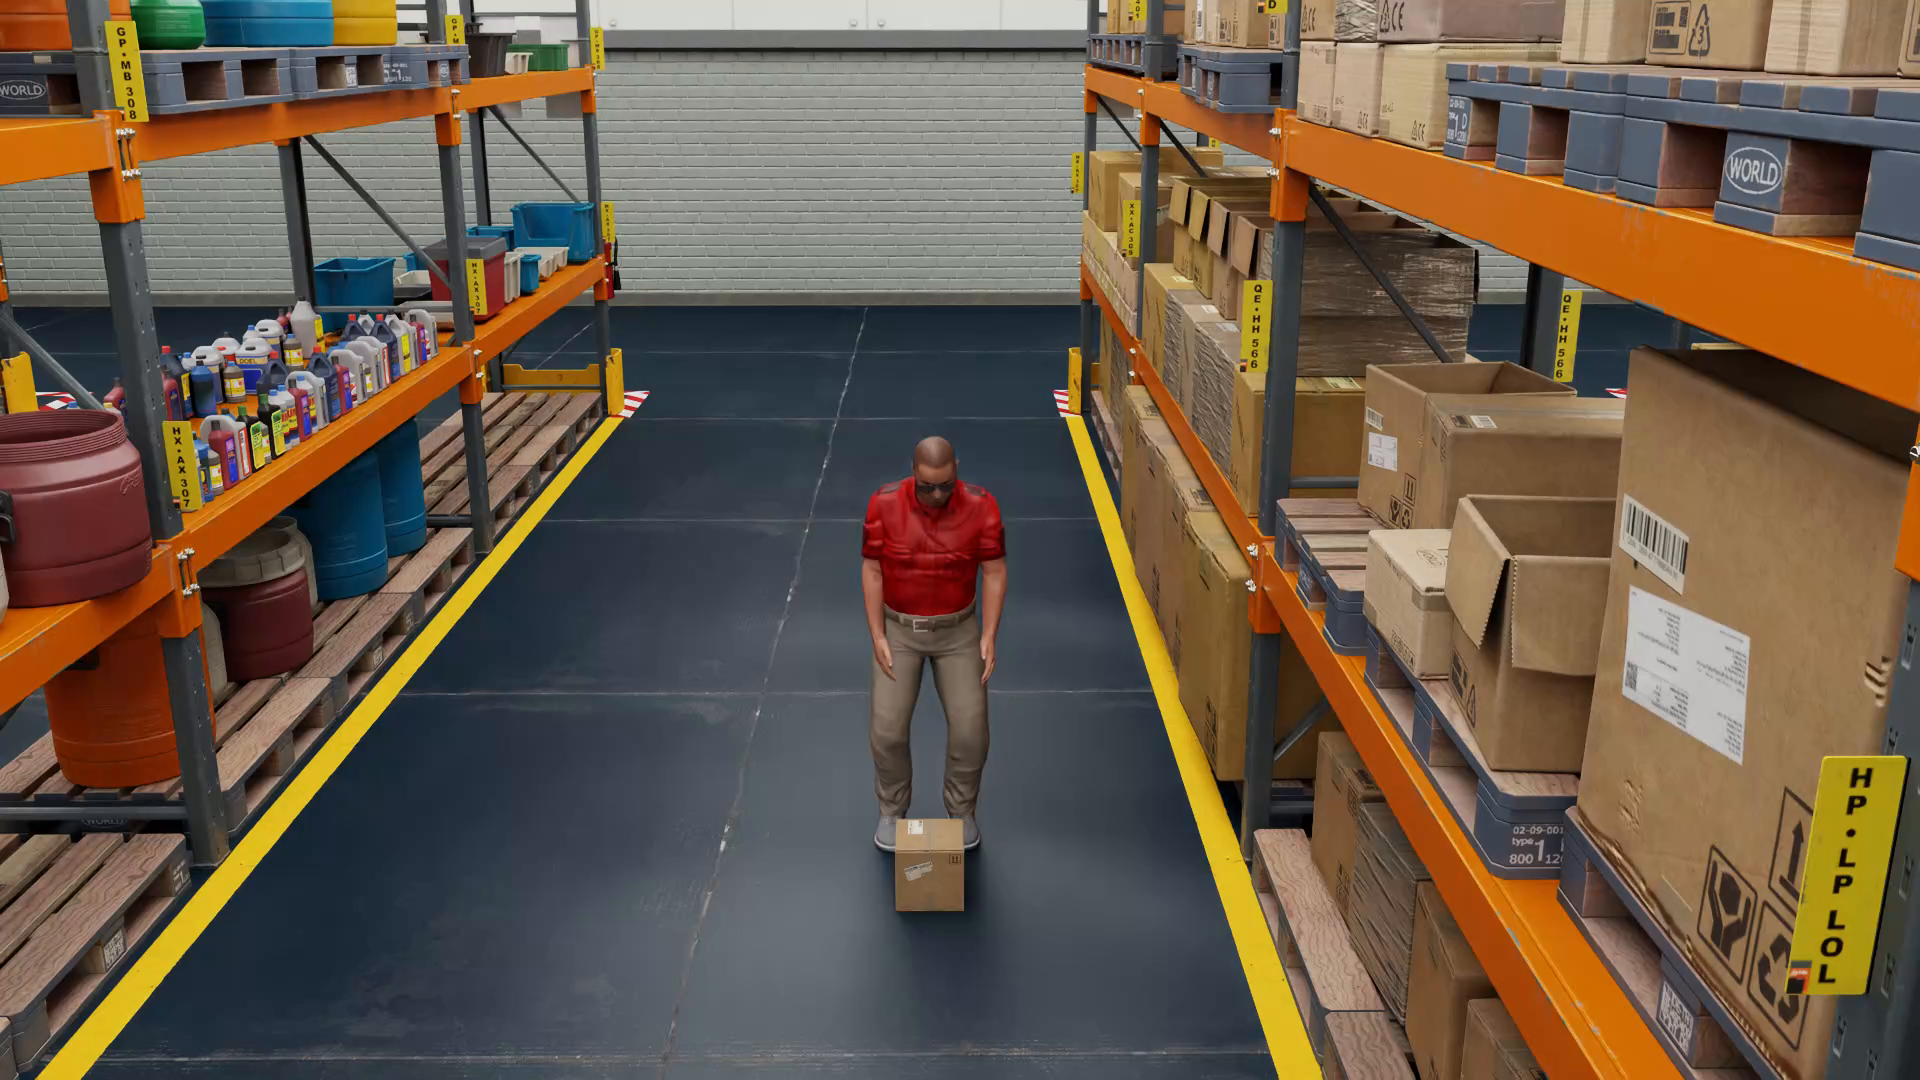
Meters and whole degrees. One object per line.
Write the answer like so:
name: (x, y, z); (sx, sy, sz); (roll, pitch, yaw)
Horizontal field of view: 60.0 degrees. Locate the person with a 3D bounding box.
person: (-0.098, 0.387, 6.435); (0.560, 1.666, 0.447); (0, 17, 1)
